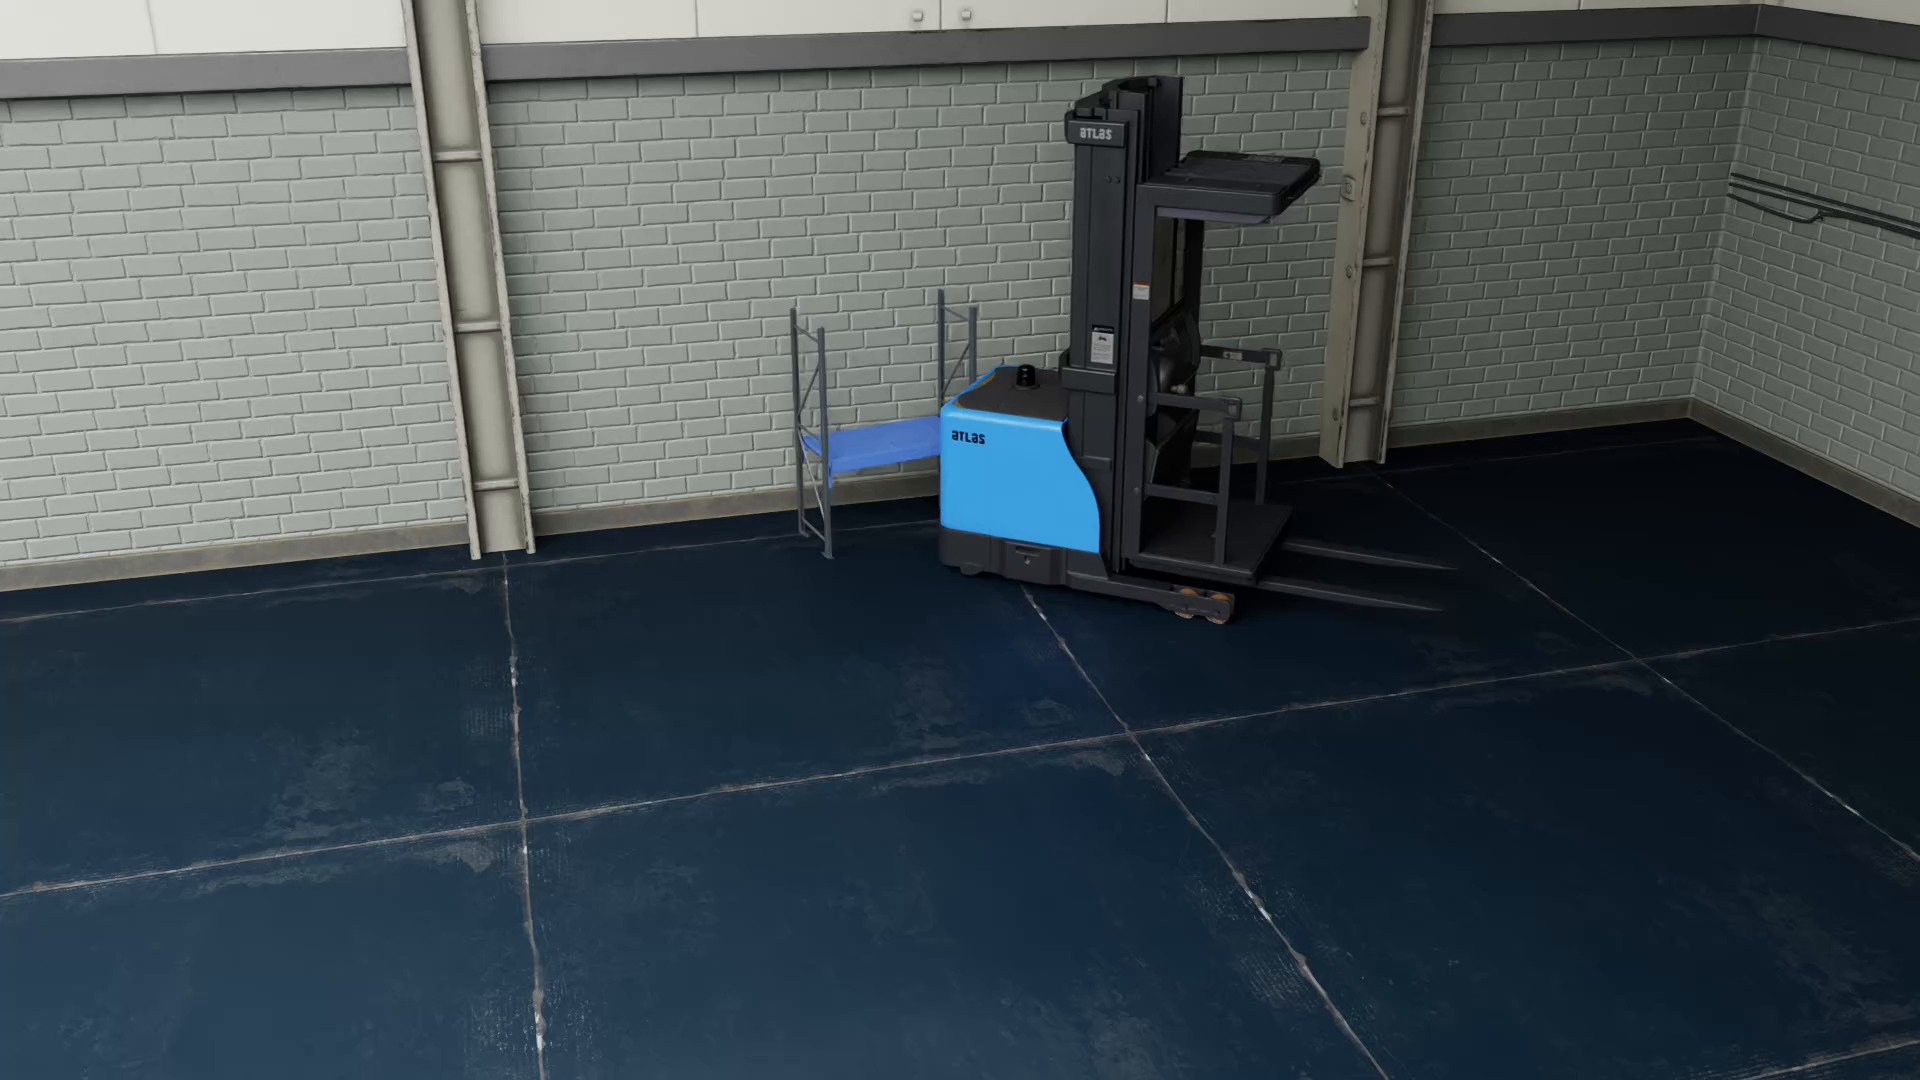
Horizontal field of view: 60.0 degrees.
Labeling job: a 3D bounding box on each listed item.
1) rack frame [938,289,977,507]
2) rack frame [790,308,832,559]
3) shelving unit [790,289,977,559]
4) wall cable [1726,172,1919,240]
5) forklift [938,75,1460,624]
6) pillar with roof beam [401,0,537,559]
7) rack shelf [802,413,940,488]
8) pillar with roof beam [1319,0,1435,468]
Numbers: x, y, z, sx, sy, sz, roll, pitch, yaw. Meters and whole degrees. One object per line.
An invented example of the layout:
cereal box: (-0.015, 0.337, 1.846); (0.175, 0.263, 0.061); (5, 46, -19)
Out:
rack frame: (-0.020, -0.836, 10.797); (0.032, 1.500, 0.500); (-11, 26, -24)
rack frame: (-0.930, -0.657, 10.380); (0.032, 1.500, 0.500); (-11, 26, -24)
shelving unit: (-0.475, -0.747, 10.589); (1.048, 1.500, 0.538); (-11, 26, -24)
wall cable: (6.048, -3.116, 10.537); (0.112, 2.526, 3.097); (-6, 24, -14)
forklift: (1.432, -1.101, 9.599); (3.031, 2.935, 1.130); (9, 25, 21)
pillar with roof beam: (-1.760, -2.457, 5.065); (0.400, 9.000, 9.100); (-6, 24, -14)
rack shelf: (-0.475, -0.582, 10.659); (1.000, 0.185, 0.538); (-11, 26, -24)
pillar with roof beam: (4.017, -3.096, 6.554); (0.400, 9.000, 9.100); (-6, 24, -14)
